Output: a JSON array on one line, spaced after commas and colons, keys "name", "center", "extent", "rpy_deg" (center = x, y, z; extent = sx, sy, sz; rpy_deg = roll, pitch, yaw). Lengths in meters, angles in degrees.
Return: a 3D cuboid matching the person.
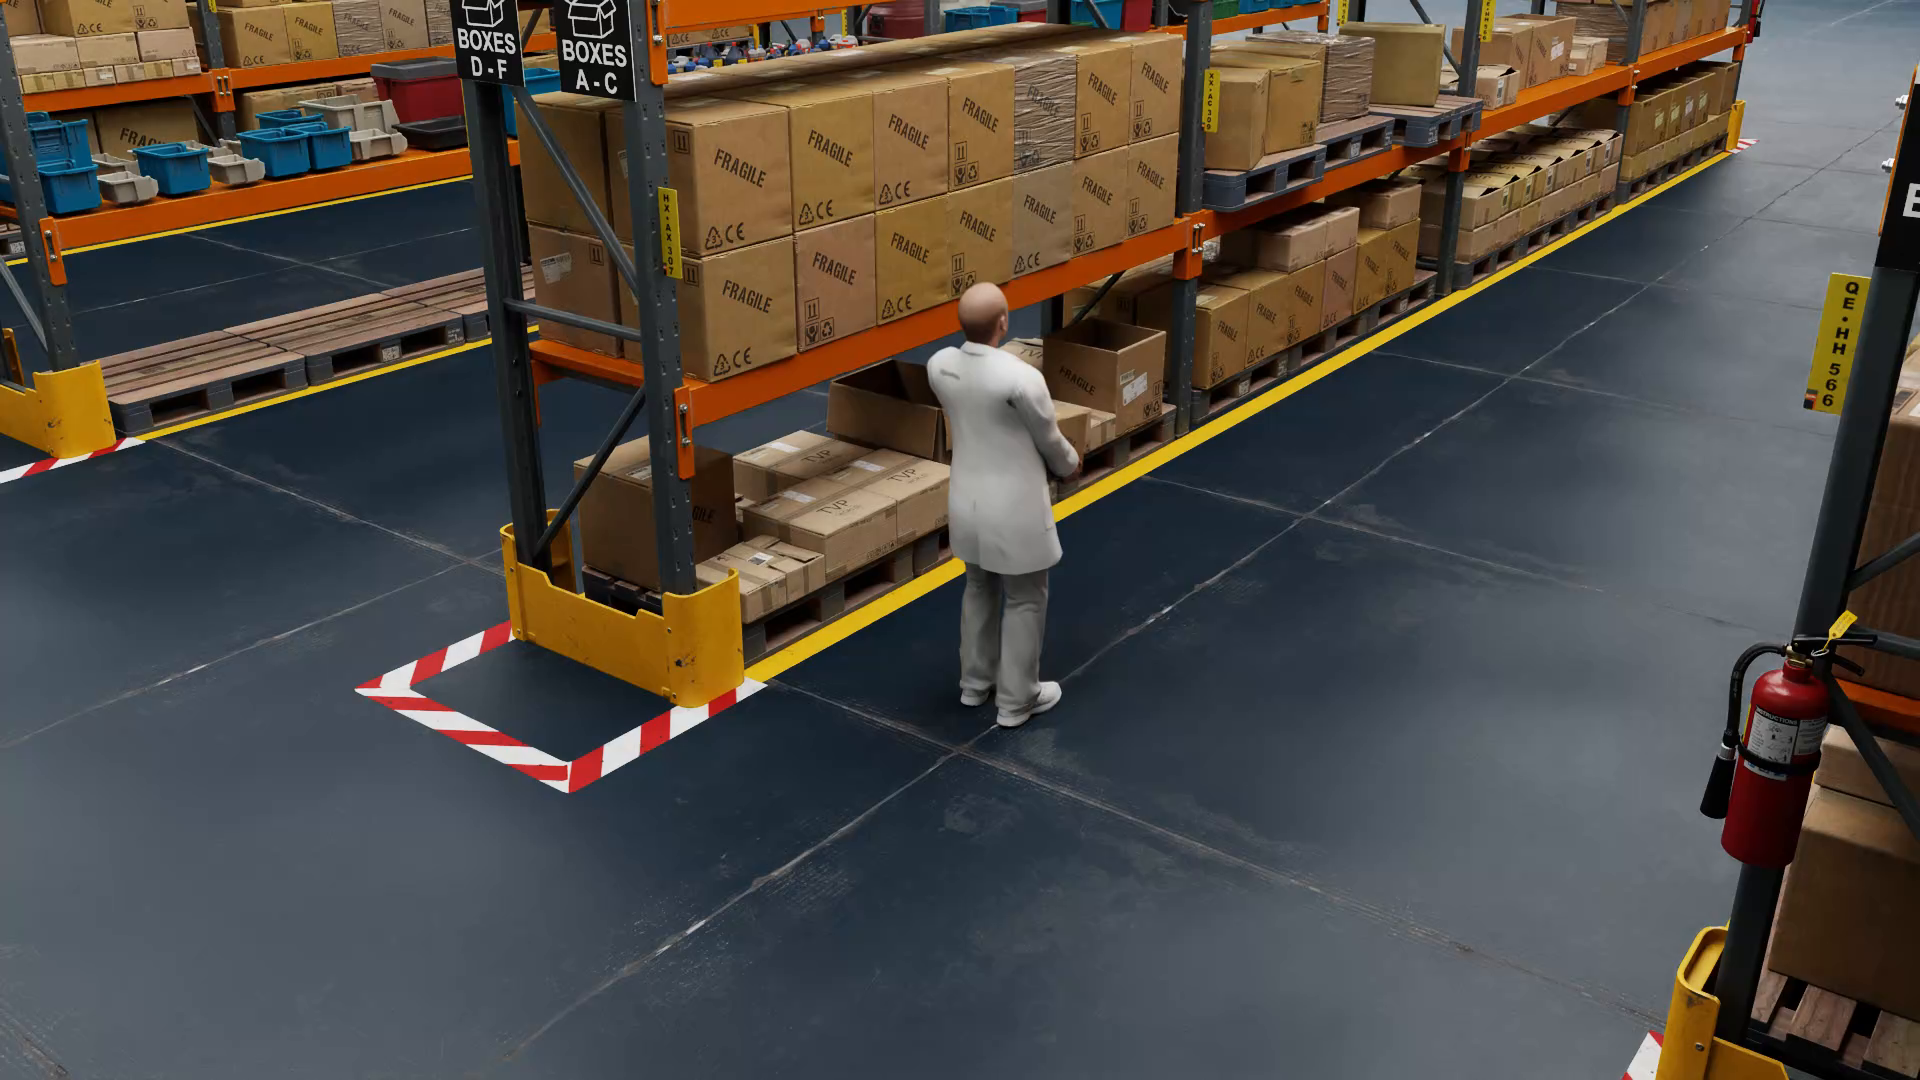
[{"name": "person", "center": [0.203, -0.170, 6.522], "extent": [0.530, 1.770, 0.555], "rpy_deg": [17, 29, 34]}]
